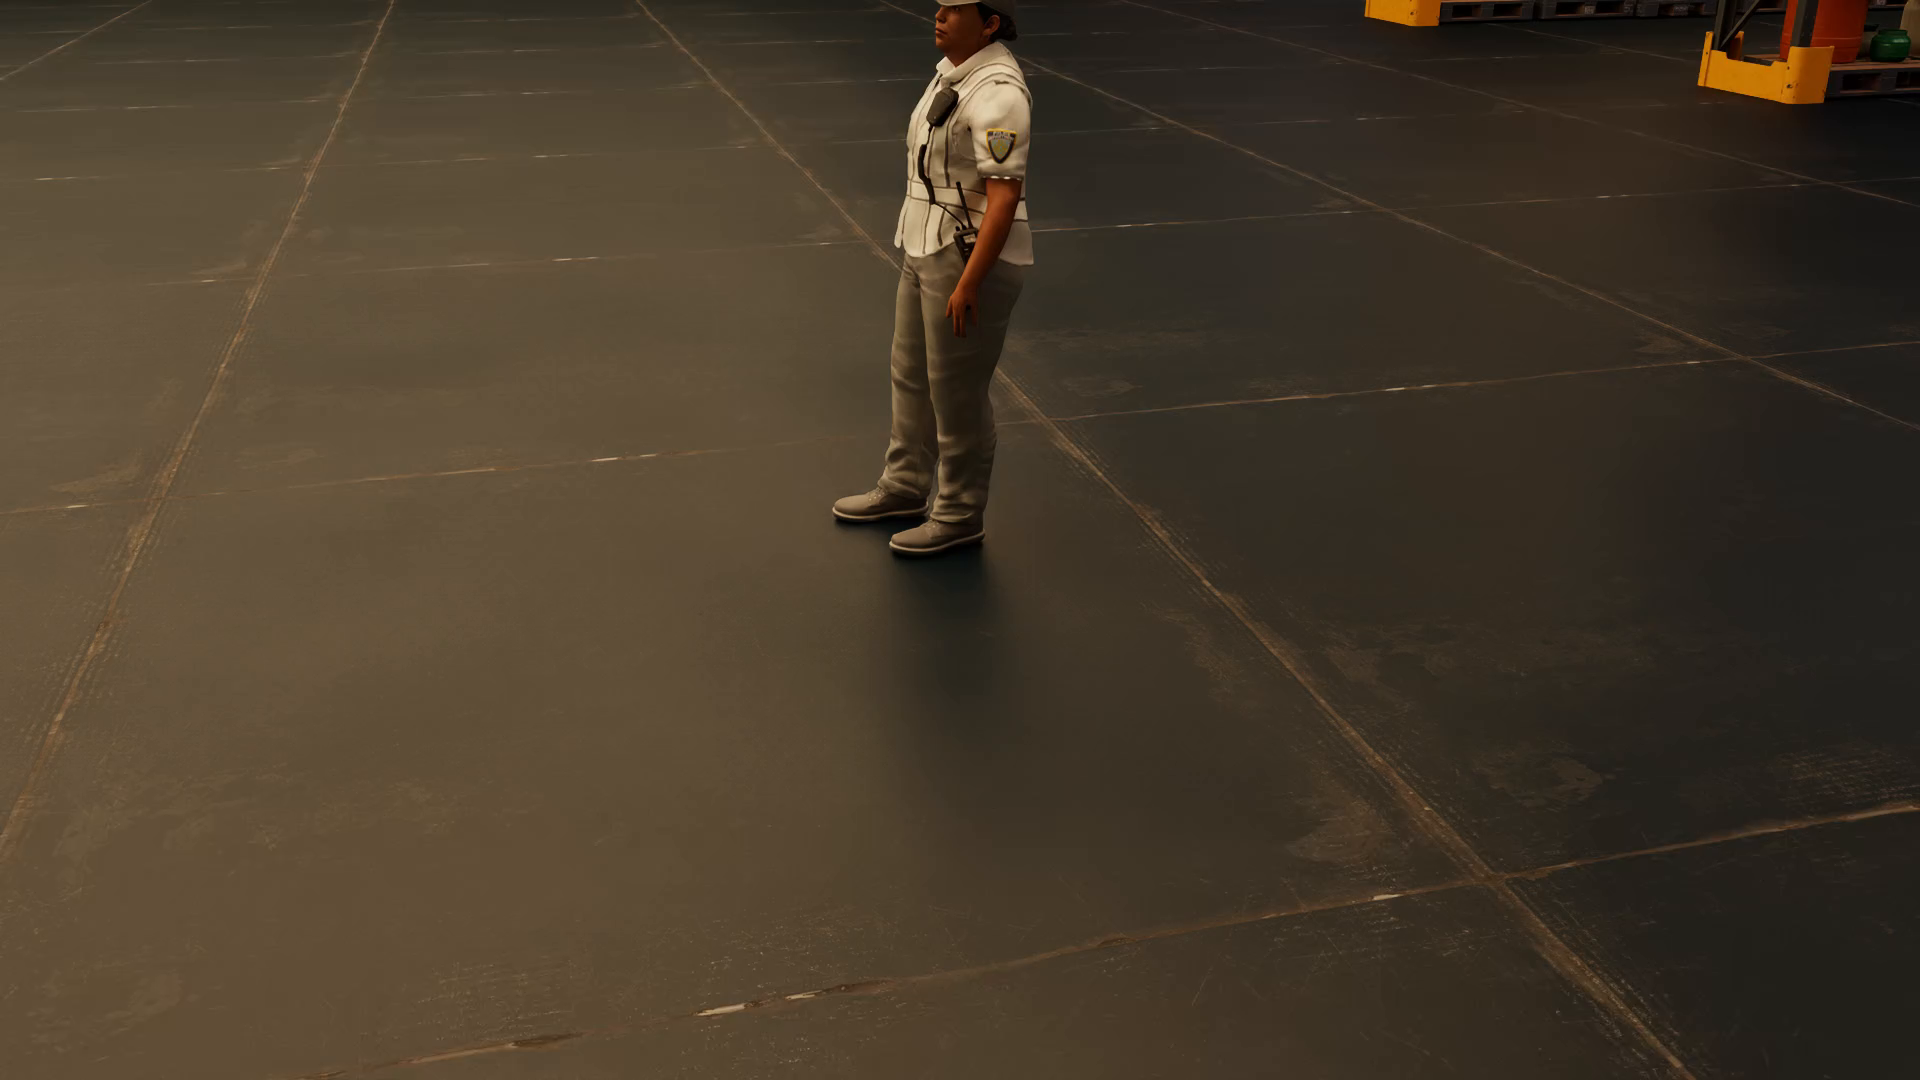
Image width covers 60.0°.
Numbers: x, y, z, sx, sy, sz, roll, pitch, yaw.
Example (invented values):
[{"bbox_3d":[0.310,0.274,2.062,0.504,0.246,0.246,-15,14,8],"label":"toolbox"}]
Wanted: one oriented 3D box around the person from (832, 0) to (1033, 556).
[{"bbox_3d":[-0.080,-0.774,4.726,0.529,1.670,0.598,-6,24,-14],"label":"person"}]
